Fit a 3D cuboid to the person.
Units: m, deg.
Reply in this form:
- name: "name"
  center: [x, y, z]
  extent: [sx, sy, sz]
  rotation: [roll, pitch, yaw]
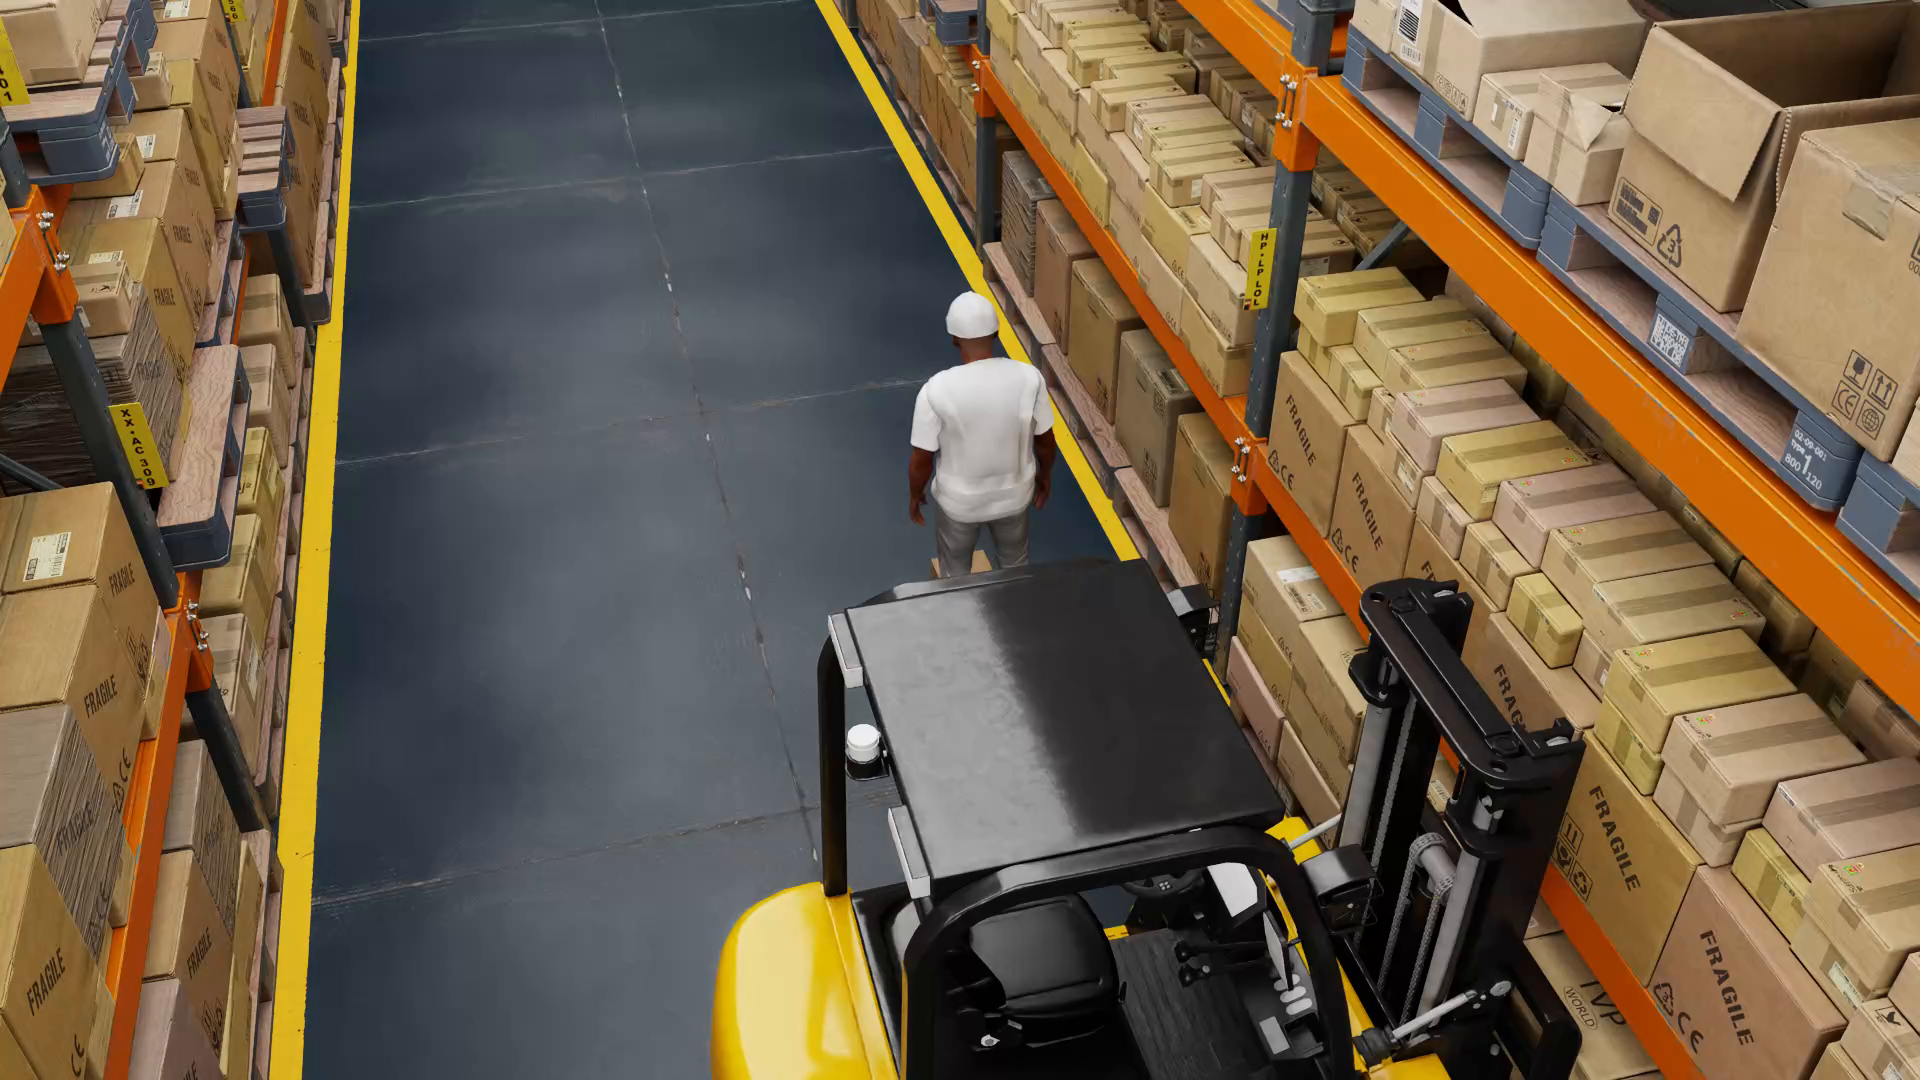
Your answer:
- name: "person"
  center: [0.094, -0.224, 6.987]
  extent: [0.626, 1.760, 0.461]
  rotation: [-8, 39, -11]
